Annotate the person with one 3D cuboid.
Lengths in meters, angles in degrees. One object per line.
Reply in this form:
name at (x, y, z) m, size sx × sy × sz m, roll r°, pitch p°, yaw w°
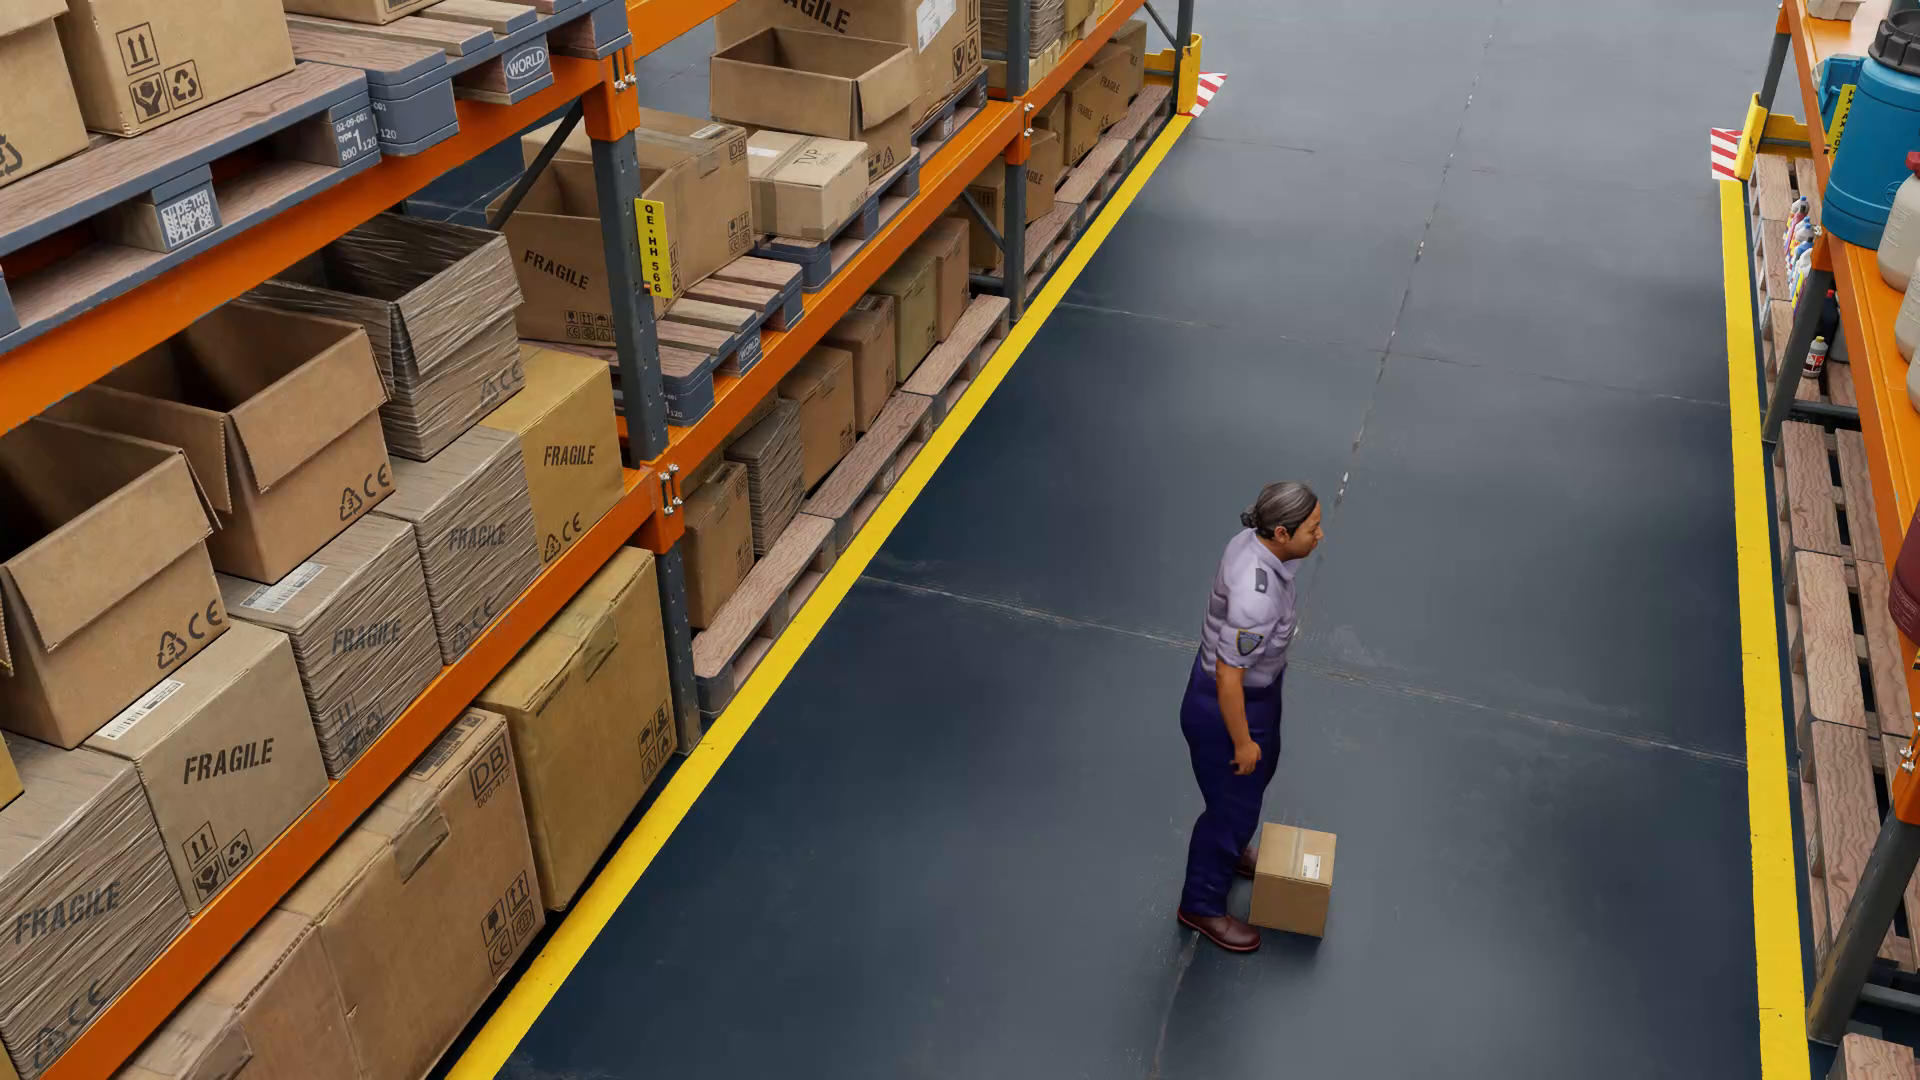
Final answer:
person at (0.909, 0.529, 5.347) m, size 0.374 × 1.652 × 0.564 m, roll 9°, pitch 35°, yaw 14°
